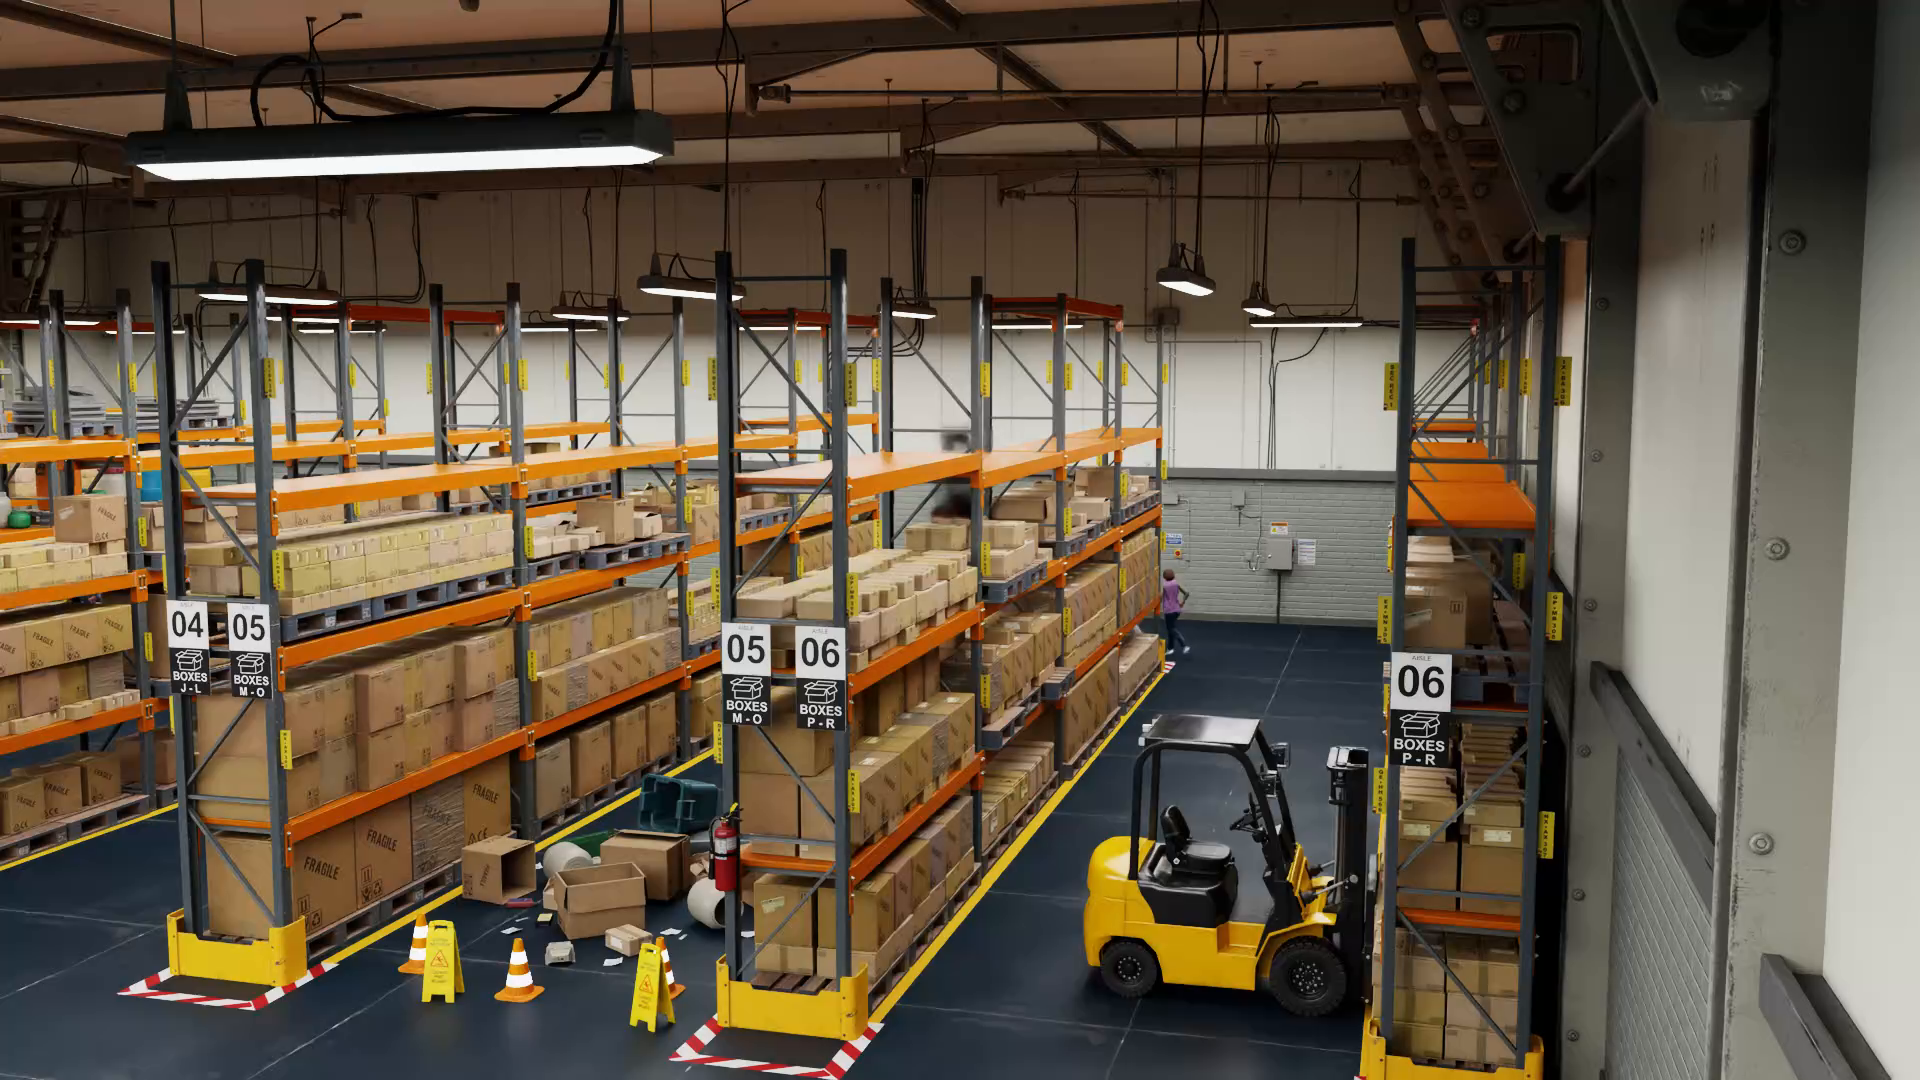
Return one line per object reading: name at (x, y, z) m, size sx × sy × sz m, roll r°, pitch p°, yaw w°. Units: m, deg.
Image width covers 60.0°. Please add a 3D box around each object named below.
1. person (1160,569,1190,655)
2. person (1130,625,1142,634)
person at (3.720, 1.301, 29.255) m, size 0.553 × 1.582 × 0.758 m, roll -4°, pitch 7°, yaw -31°
person at (2.861, 1.215, 29.571) m, size 0.839 × 1.665 × 0.652 m, roll 5°, pitch 8°, yaw 37°
